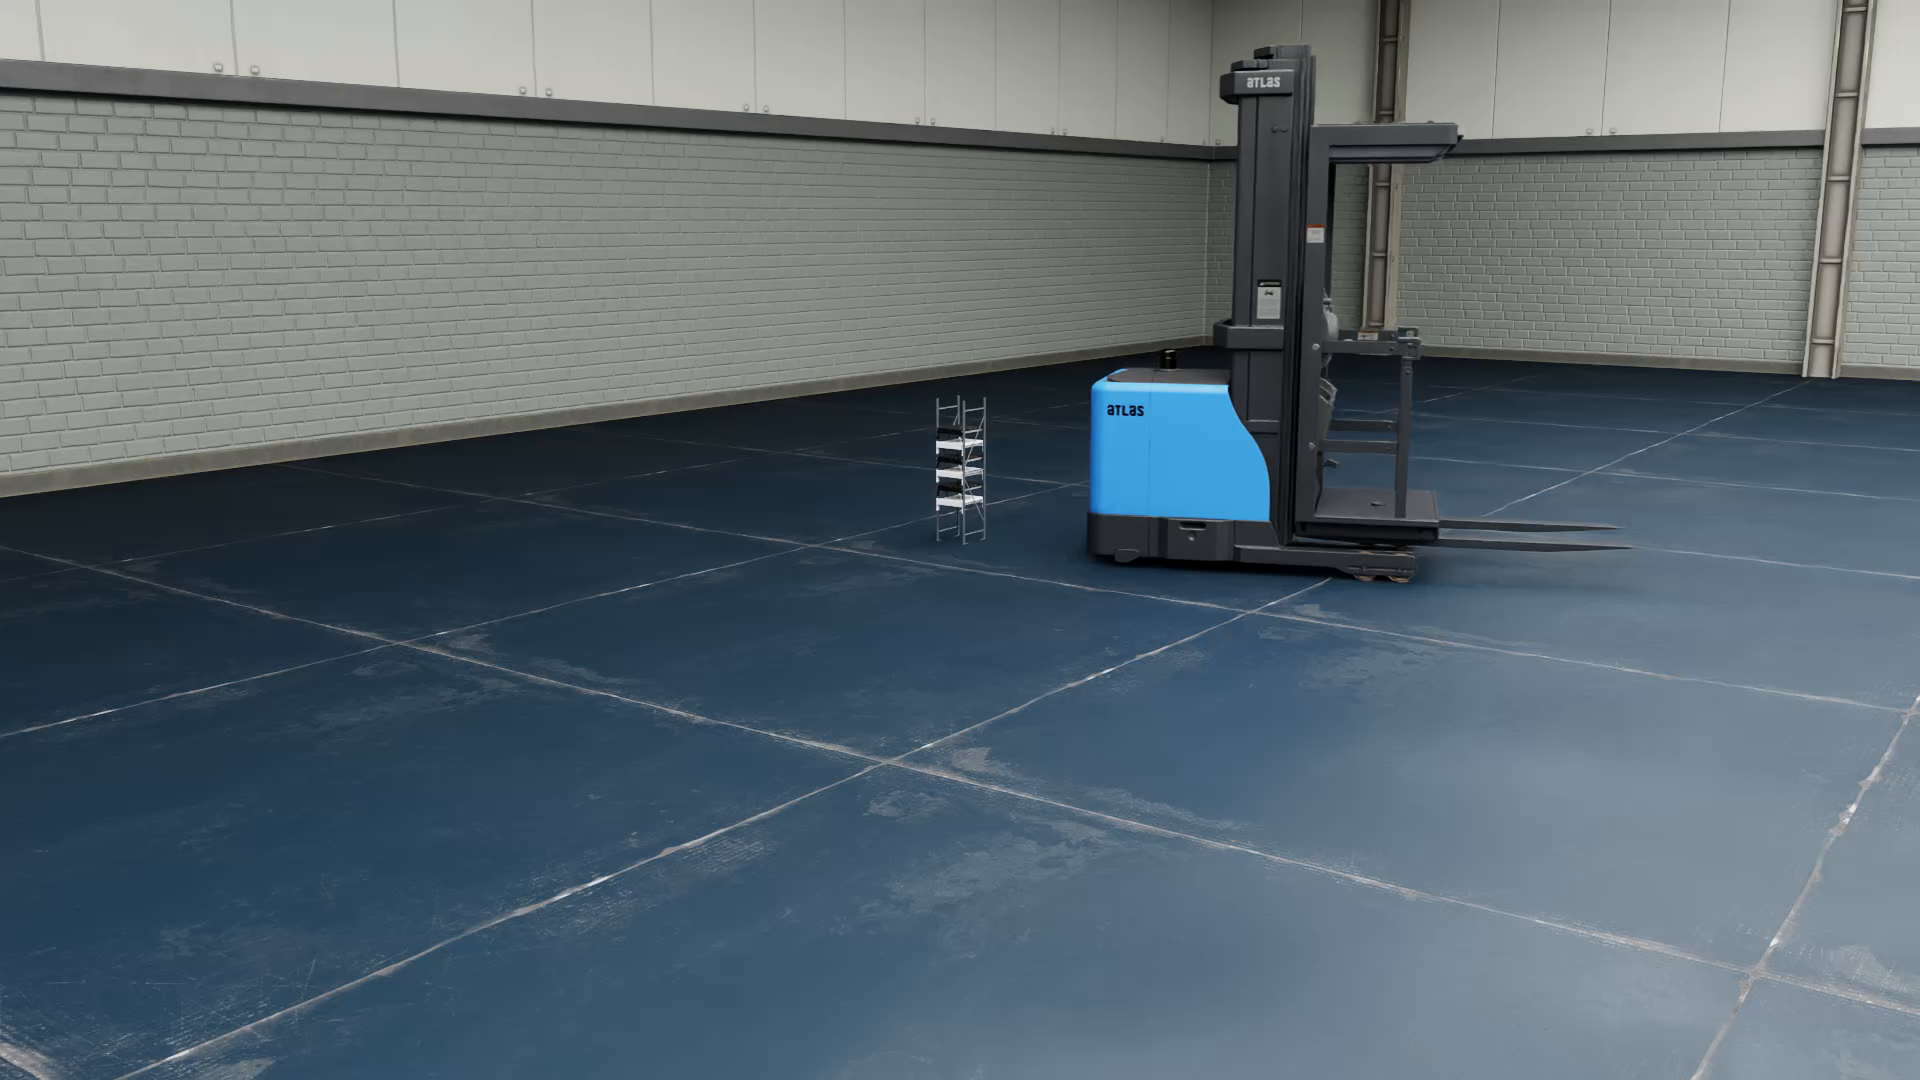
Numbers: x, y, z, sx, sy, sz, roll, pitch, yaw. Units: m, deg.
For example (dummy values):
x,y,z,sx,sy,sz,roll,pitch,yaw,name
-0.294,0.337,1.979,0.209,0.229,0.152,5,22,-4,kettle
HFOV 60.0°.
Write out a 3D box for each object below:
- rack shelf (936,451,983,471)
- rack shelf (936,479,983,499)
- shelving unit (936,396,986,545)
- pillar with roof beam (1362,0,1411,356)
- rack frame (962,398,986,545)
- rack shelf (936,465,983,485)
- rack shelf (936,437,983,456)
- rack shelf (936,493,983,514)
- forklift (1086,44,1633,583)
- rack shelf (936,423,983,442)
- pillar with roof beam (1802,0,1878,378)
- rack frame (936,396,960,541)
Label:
x,y,z,sx,sy,sz,roll,pitch,yaw,name
0.007,-0.497,10.429,0.200,0.077,0.258,8,13,36,rack shelf
0.007,-0.320,10.463,0.200,0.077,0.258,8,13,36,rack shelf
0.007,-0.441,10.439,0.210,0.900,0.258,8,13,36,shelving unit
3.697,-6.538,20.631,0.400,9.000,9.100,8,13,36,pillar with roof beam
0.088,-0.429,10.380,0.006,0.900,0.240,8,13,36,rack frame
0.007,-0.408,10.446,0.200,0.077,0.258,8,13,36,rack shelf
0.007,-0.585,10.412,0.200,0.077,0.258,8,13,36,rack shelf
0.007,-0.231,10.480,0.200,0.077,0.258,8,13,36,rack shelf
2.321,-1.313,9.599,3.031,2.935,1.130,3,11,14,forklift
0.007,-0.673,10.395,0.200,0.077,0.258,8,13,36,rack shelf
8.533,-5.863,17.145,0.400,9.000,9.100,8,13,36,pillar with roof beam
-0.075,-0.452,10.499,0.006,0.900,0.240,8,13,36,rack frame
